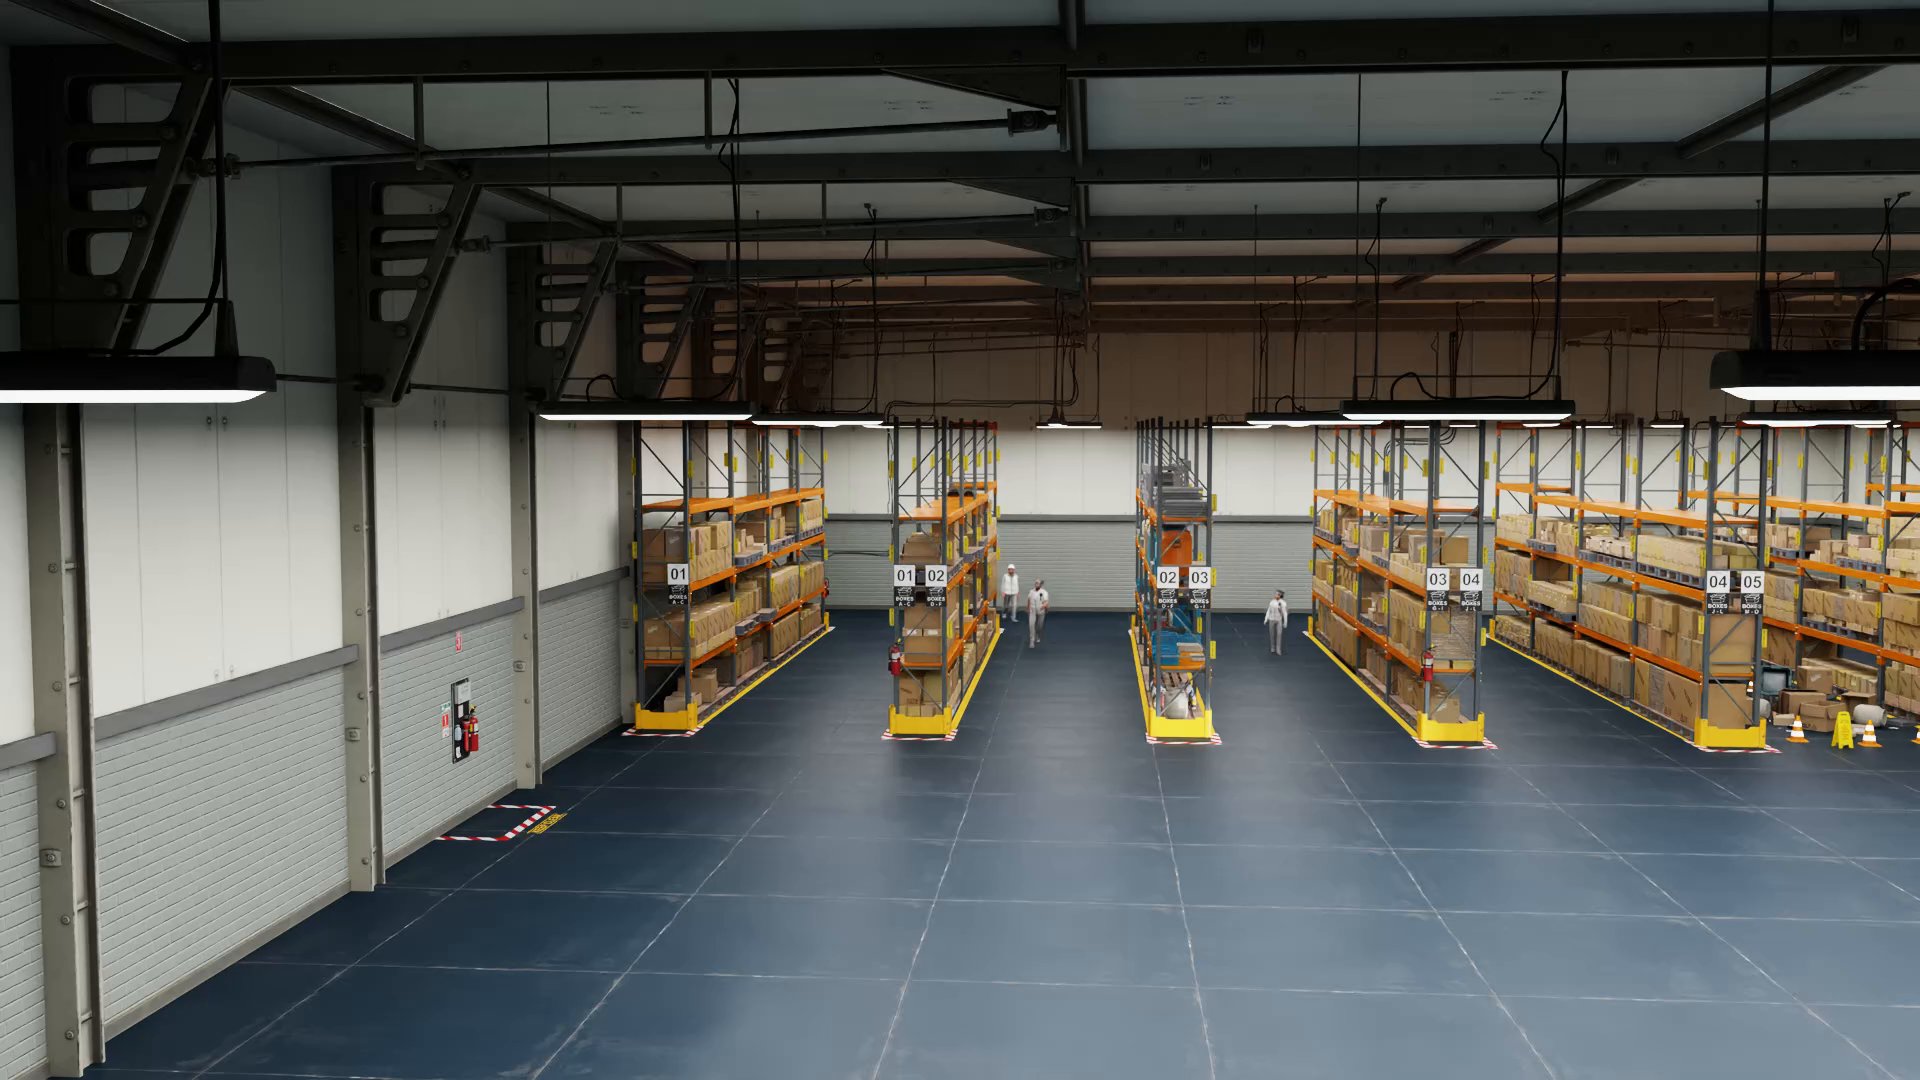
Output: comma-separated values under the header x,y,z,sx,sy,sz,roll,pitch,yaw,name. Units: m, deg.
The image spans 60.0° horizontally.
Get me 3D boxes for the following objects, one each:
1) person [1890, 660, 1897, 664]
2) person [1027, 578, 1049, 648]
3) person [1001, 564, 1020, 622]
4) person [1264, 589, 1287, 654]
x,y,z,sx,sy,sz,roll,pitch,yaw,name
22.847,2.286,40.367,0.500,1.578,0.841,-1,4,-11,person
2.037,1.891,43.624,0.577,1.775,0.986,0,4,4,person
1.524,1.595,50.045,0.598,1.733,0.953,-1,4,-9,person
8.124,2.091,42.823,0.581,1.647,0.898,1,4,15,person
